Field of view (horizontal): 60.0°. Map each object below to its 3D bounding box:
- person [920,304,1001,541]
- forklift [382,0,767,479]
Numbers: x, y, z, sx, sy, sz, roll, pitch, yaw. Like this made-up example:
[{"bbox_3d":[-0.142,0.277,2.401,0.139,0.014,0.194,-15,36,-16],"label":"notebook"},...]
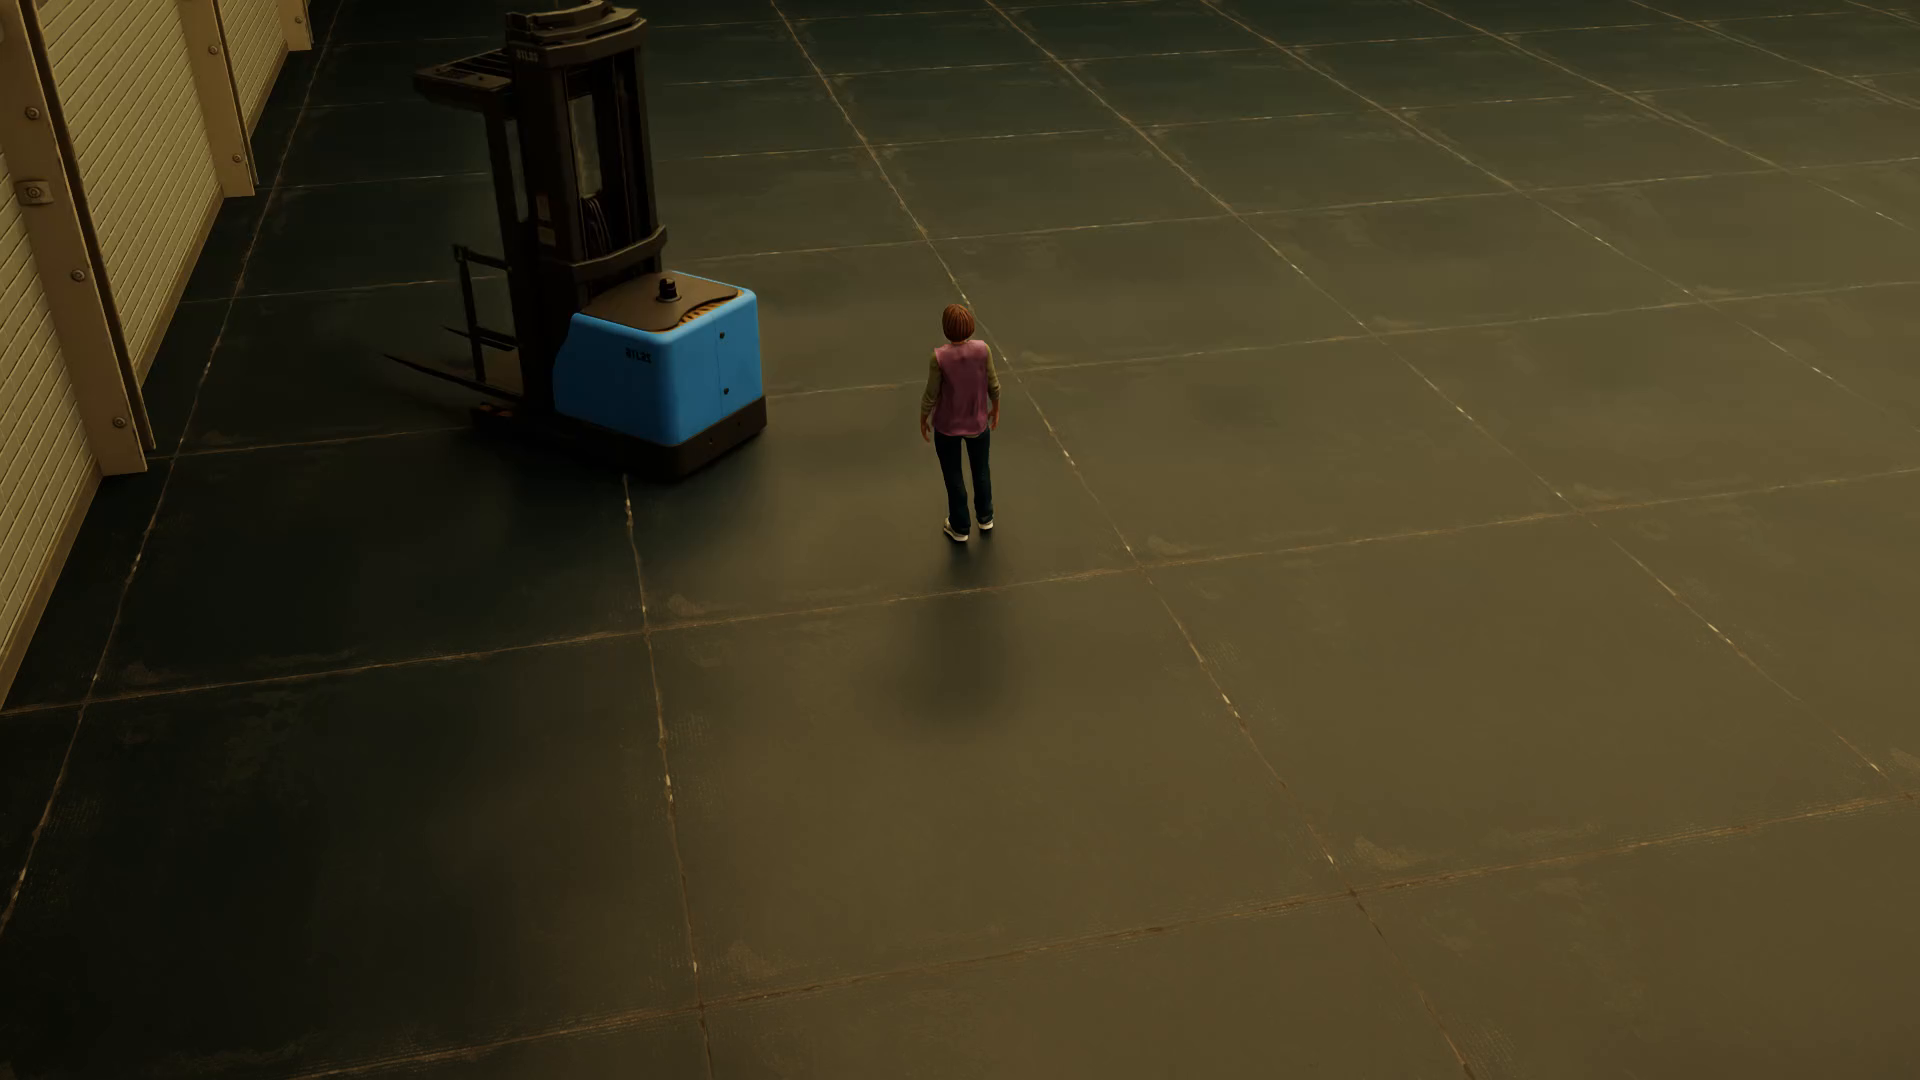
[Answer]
[{"bbox_3d":[-0.004,-0.736,10.162,0.520,1.599,0.473,-7,31,-12],"label":"person"},{"bbox_3d":[-2.887,-2.222,11.413,3.031,2.935,1.130,17,34,27],"label":"forklift"}]
